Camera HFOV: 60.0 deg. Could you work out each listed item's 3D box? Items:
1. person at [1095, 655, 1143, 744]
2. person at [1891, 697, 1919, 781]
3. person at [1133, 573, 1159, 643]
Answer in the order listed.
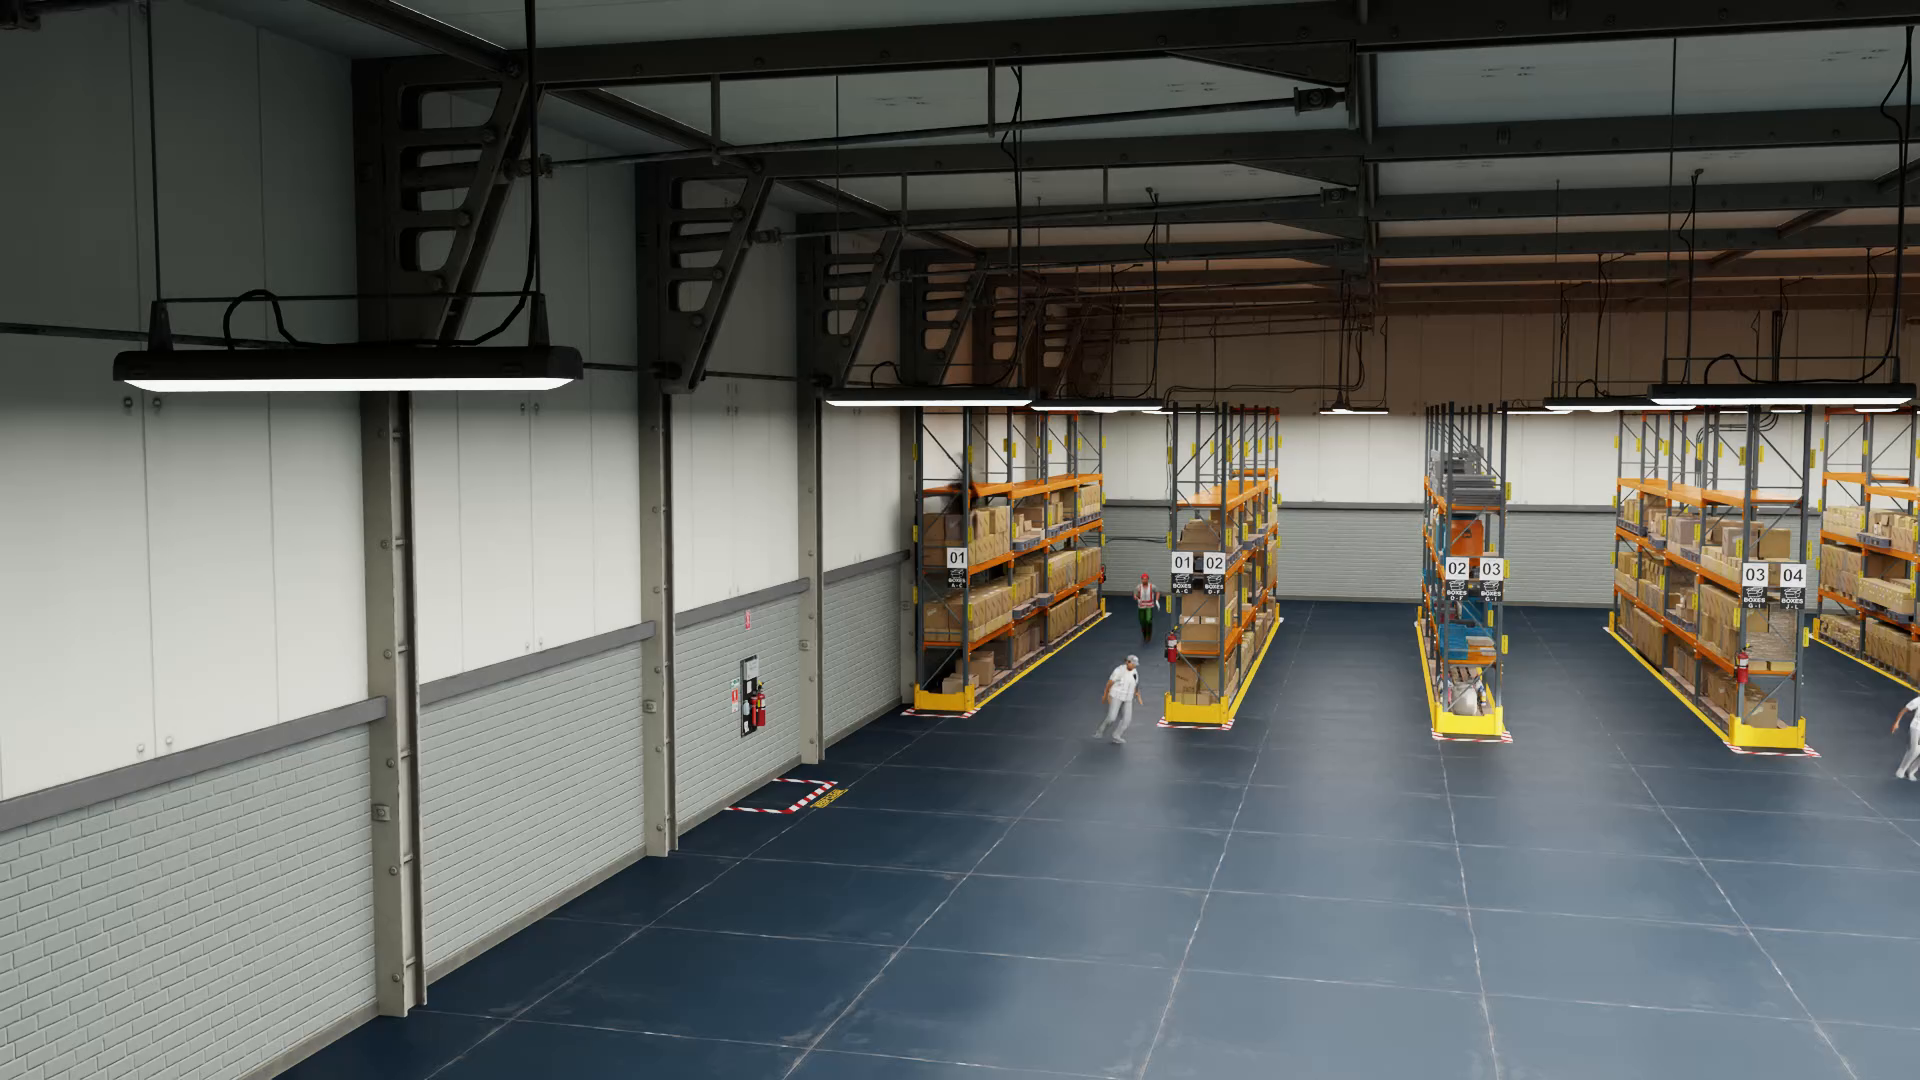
[{"bbox_3d":[2.812,2.780,29.105,0.753,1.579,0.665,-2,5,-26],"label":"person"},{"bbox_3d":[15.151,3.027,26.115,0.774,1.612,0.592,0,4,0],"label":"person"},{"bbox_3d":[4.705,1.724,42.071,0.649,1.766,0.773,1,4,14],"label":"person"}]
